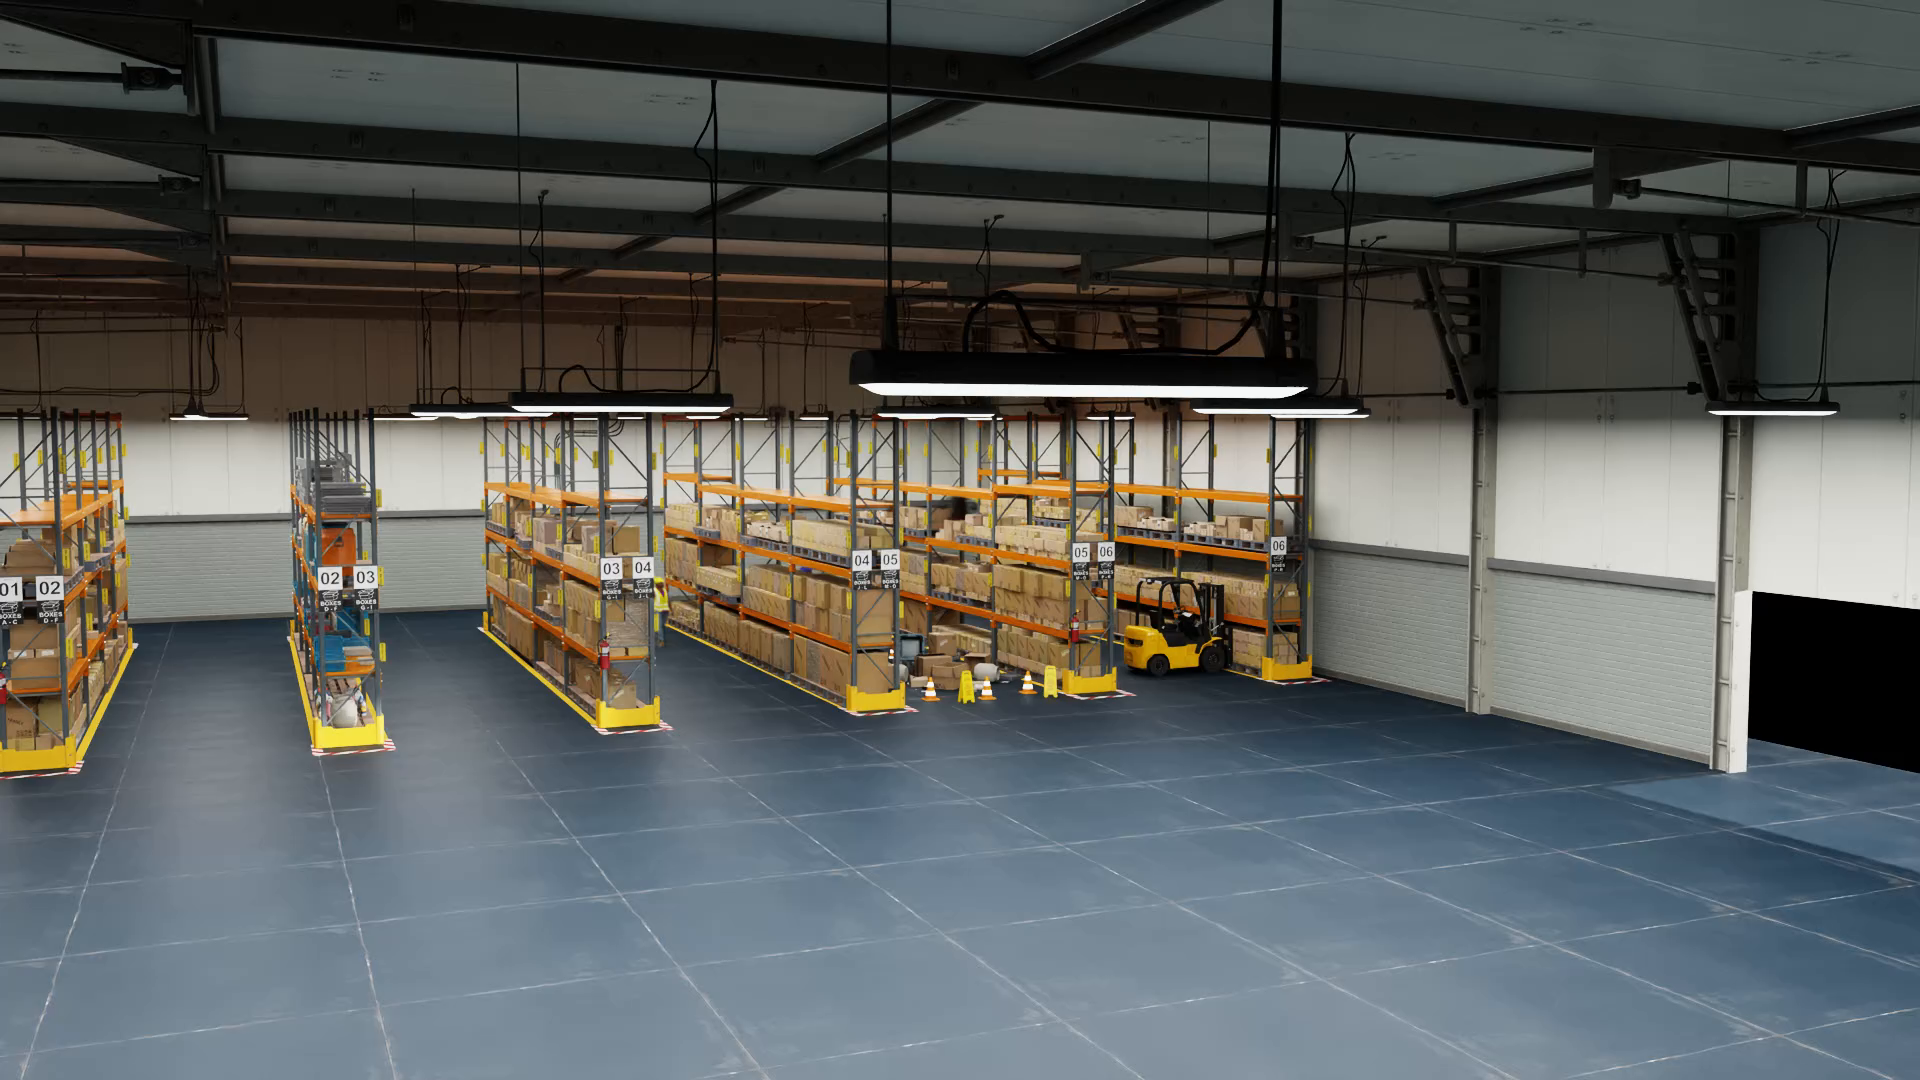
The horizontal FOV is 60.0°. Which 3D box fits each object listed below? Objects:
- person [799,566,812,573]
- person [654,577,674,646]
[{"bbox_3d":[-4.795,1.255,52.047,0.787,1.618,0.503,-3,5,-35],"label":"person"},{"bbox_3d":[-7.708,1.830,42.939,0.677,1.714,0.995,-2,5,-31],"label":"person"}]
